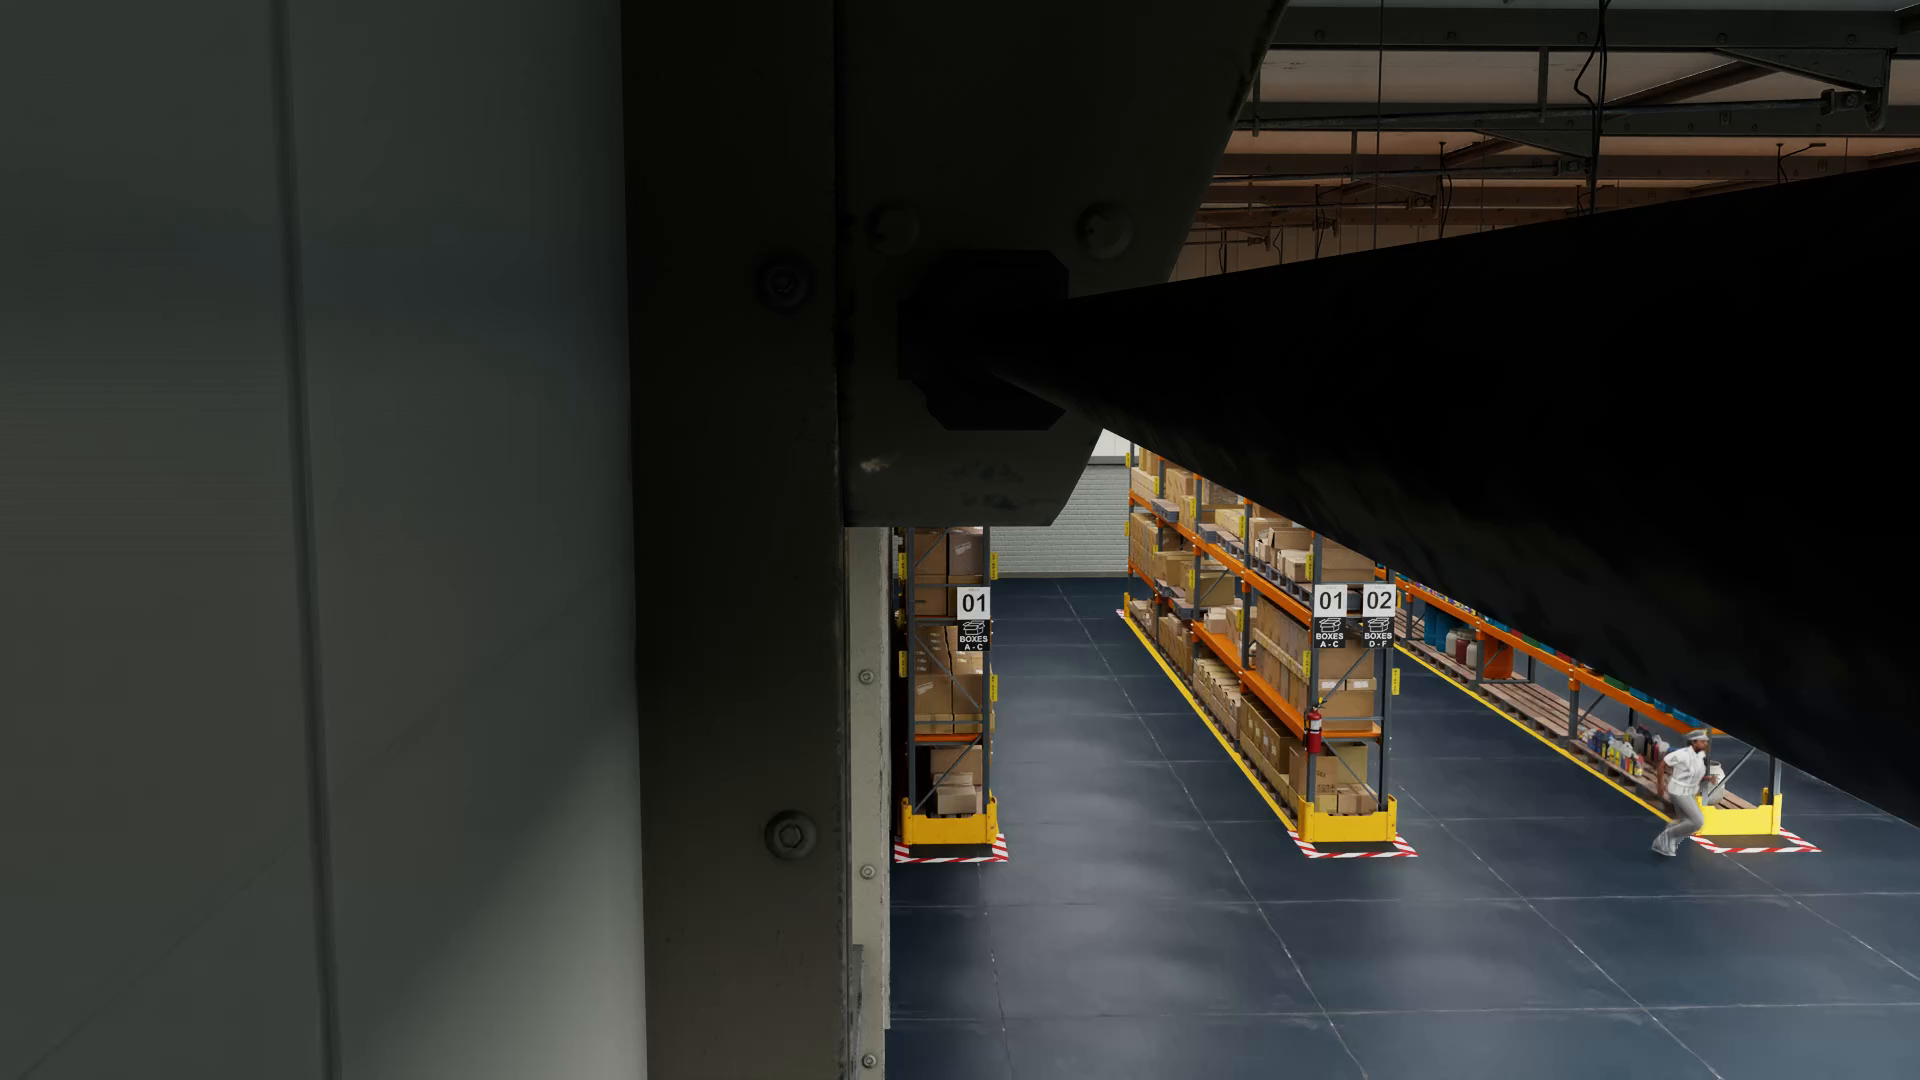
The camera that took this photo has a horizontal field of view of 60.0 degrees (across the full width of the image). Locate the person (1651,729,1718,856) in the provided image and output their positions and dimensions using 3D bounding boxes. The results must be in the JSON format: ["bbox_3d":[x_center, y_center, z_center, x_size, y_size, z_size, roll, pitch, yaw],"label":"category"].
[{"bbox_3d":[8.592,2.992,19.677,0.527,1.602,0.732,-6,10,-41],"label":"person"}]
